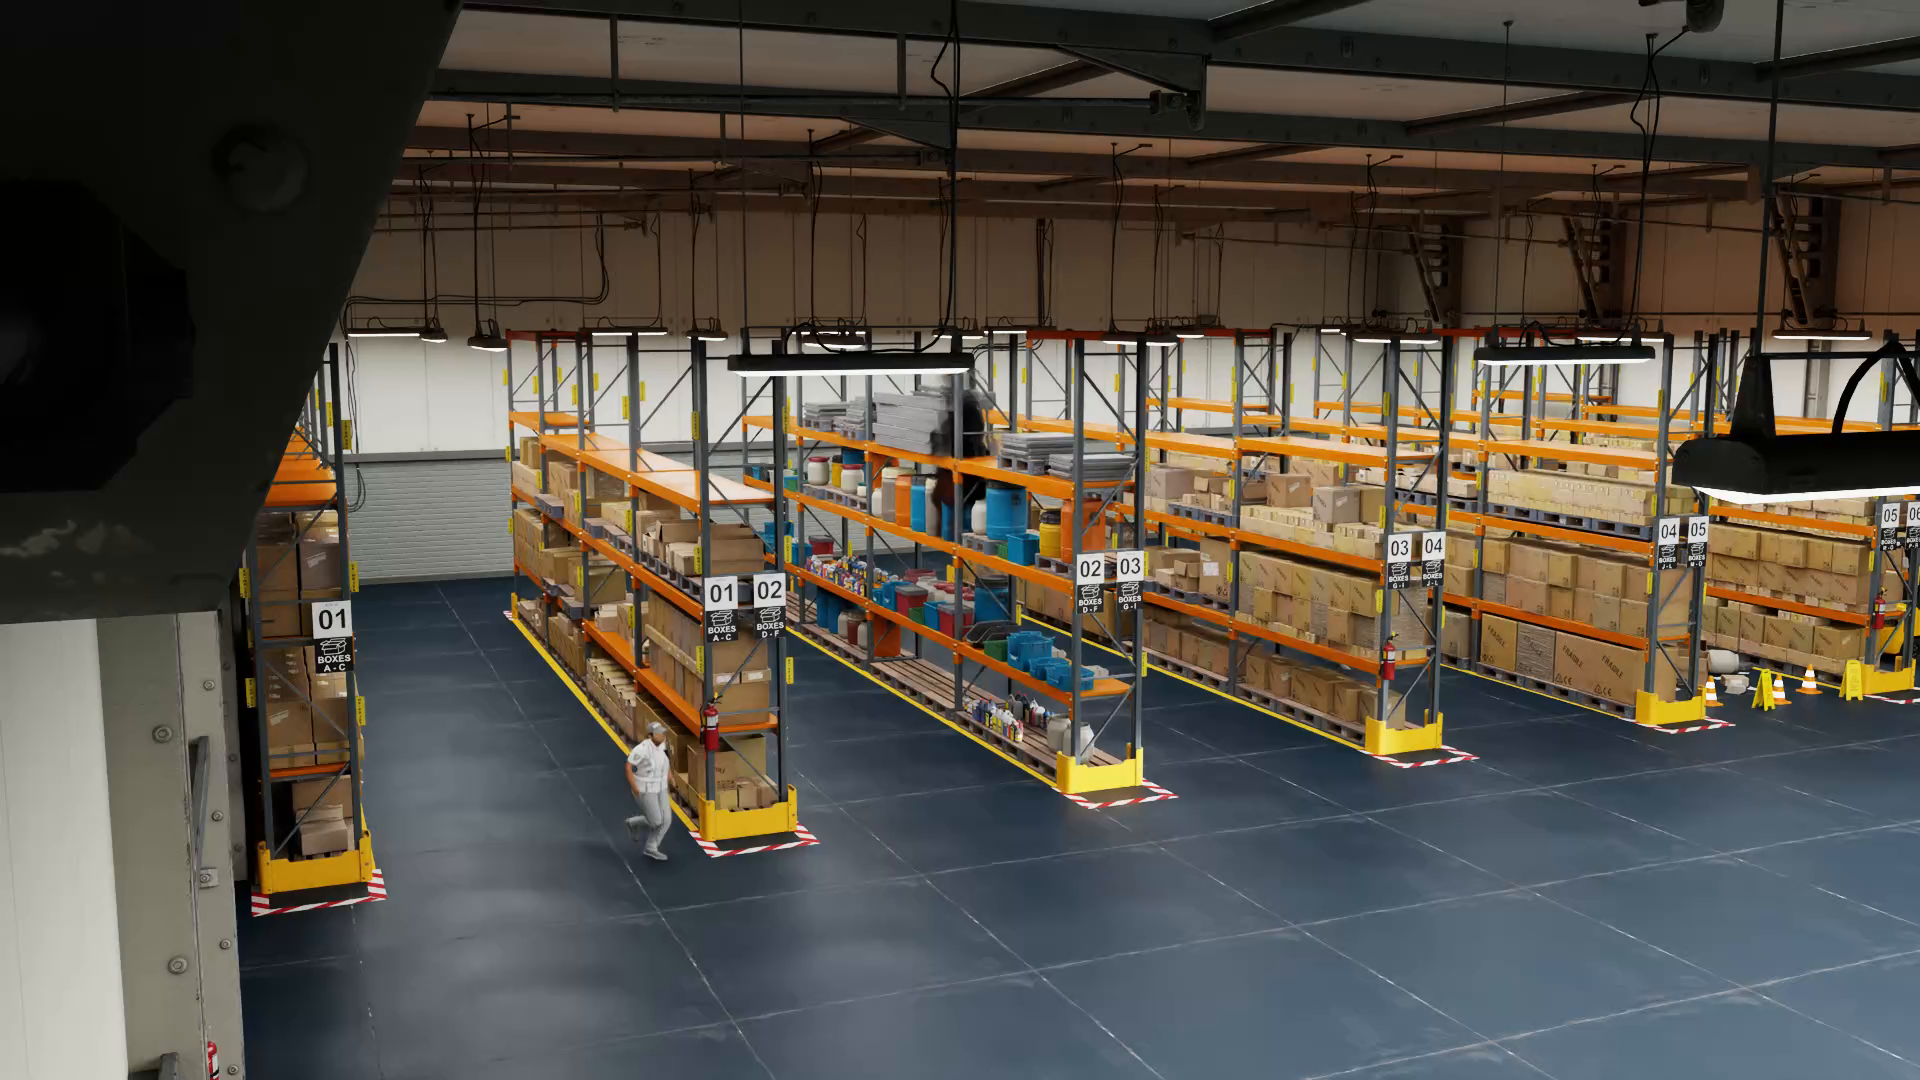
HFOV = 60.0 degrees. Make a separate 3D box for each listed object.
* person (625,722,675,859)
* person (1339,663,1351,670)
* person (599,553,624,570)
[{"bbox_3d":[-3.617,2.914,19.390,0.587,1.634,0.629,5,9,32],"label":"person"},{"bbox_3d":[6.945,1.470,29.792,0.694,1.688,0.782,-4,9,-28],"label":"person"},{"bbox_3d":[-7.373,0.746,35.208,0.610,1.624,0.534,-6,10,-40],"label":"person"}]
